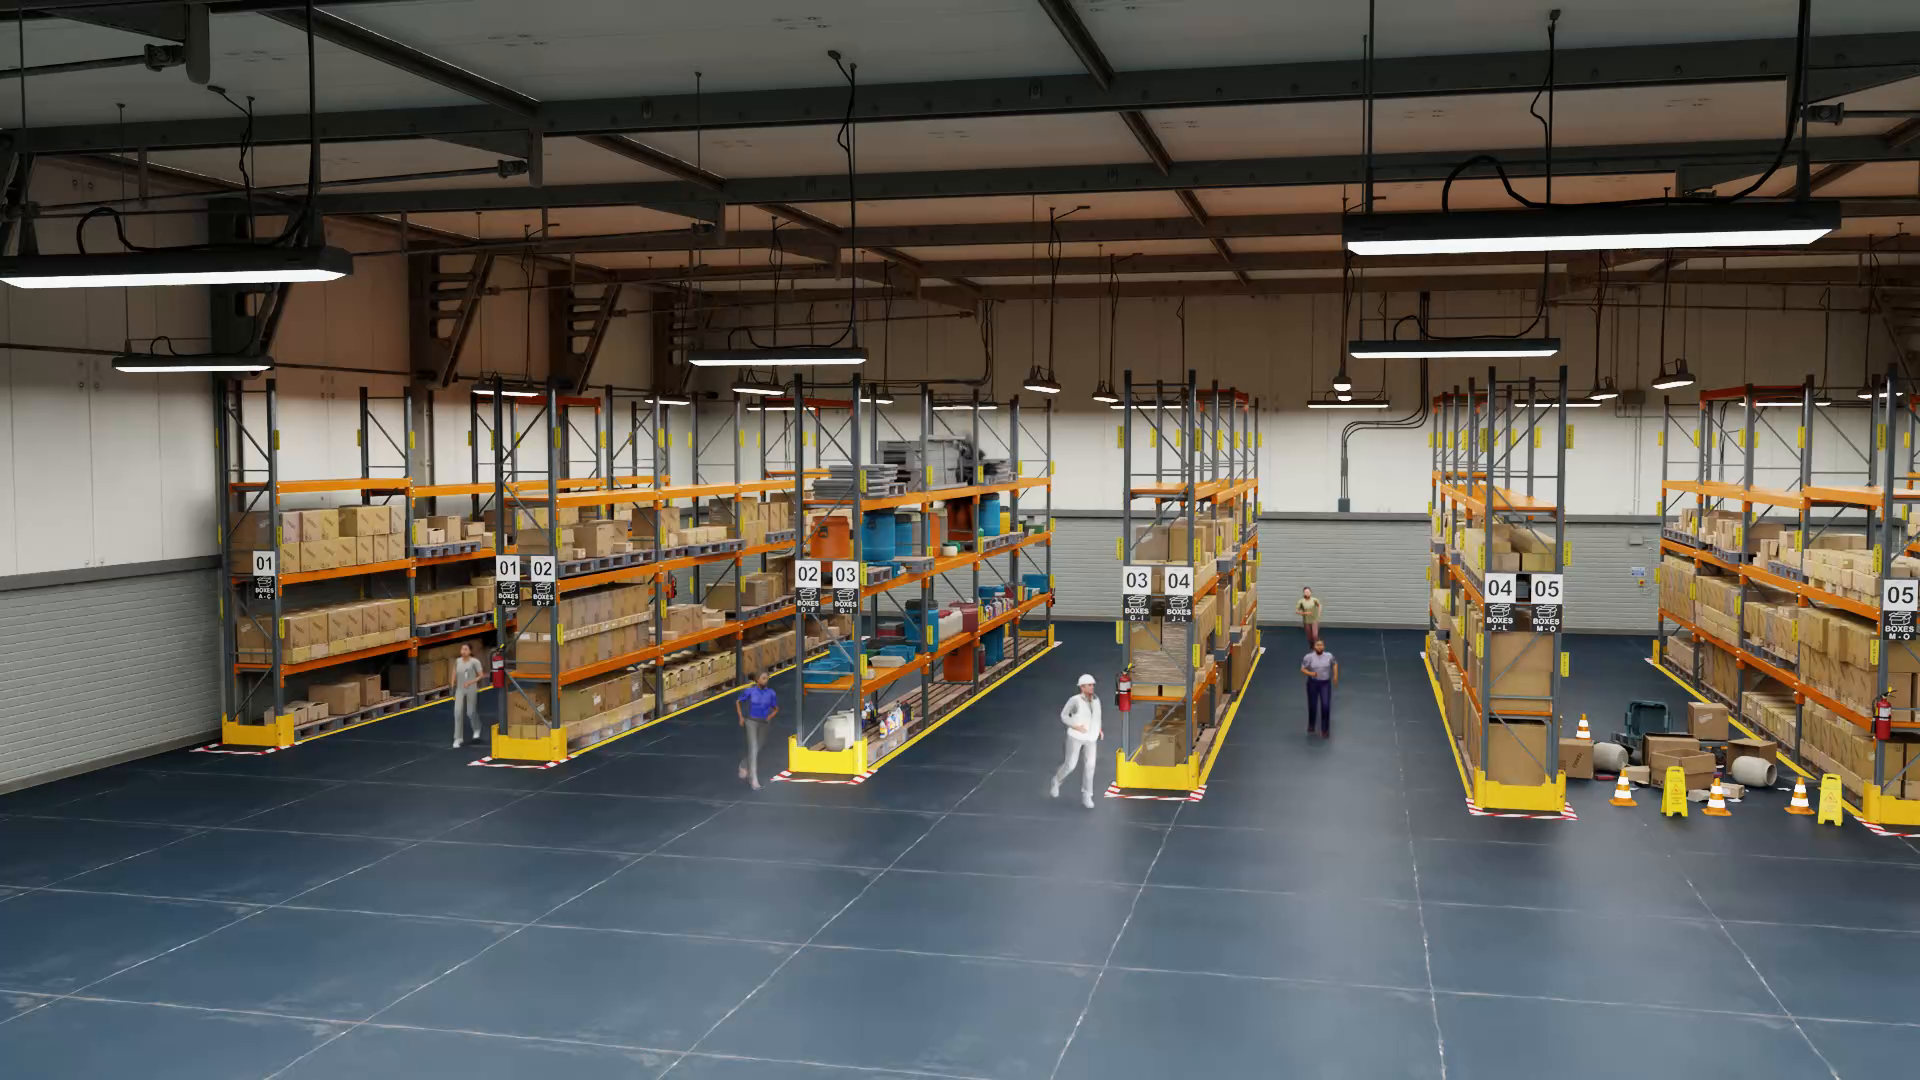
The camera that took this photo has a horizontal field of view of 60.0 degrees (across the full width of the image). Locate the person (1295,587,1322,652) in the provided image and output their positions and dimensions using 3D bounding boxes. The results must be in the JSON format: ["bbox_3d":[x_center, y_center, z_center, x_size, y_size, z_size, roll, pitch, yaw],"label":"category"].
[{"bbox_3d":[7.982,1.902,38.085,0.603,1.654,0.906,1,3,8],"label":"person"}]

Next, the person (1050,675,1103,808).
[{"bbox_3d":[1.716,2.742,22.938,0.726,1.753,0.949,-1,4,-23],"label":"person"}]

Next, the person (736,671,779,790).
[{"bbox_3d":[-2.942,2.737,24.233,0.593,1.665,0.806,-2,4,-30],"label":"person"}]

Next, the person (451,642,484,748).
[{"bbox_3d":[-8.132,2.520,27.412,0.591,1.684,0.911,0,3,6],"label":"person"}]

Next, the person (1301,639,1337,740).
[{"bbox_3d":[6.054,2.515,28.041,0.622,1.727,0.752,0,3,8],"label":"person"}]
